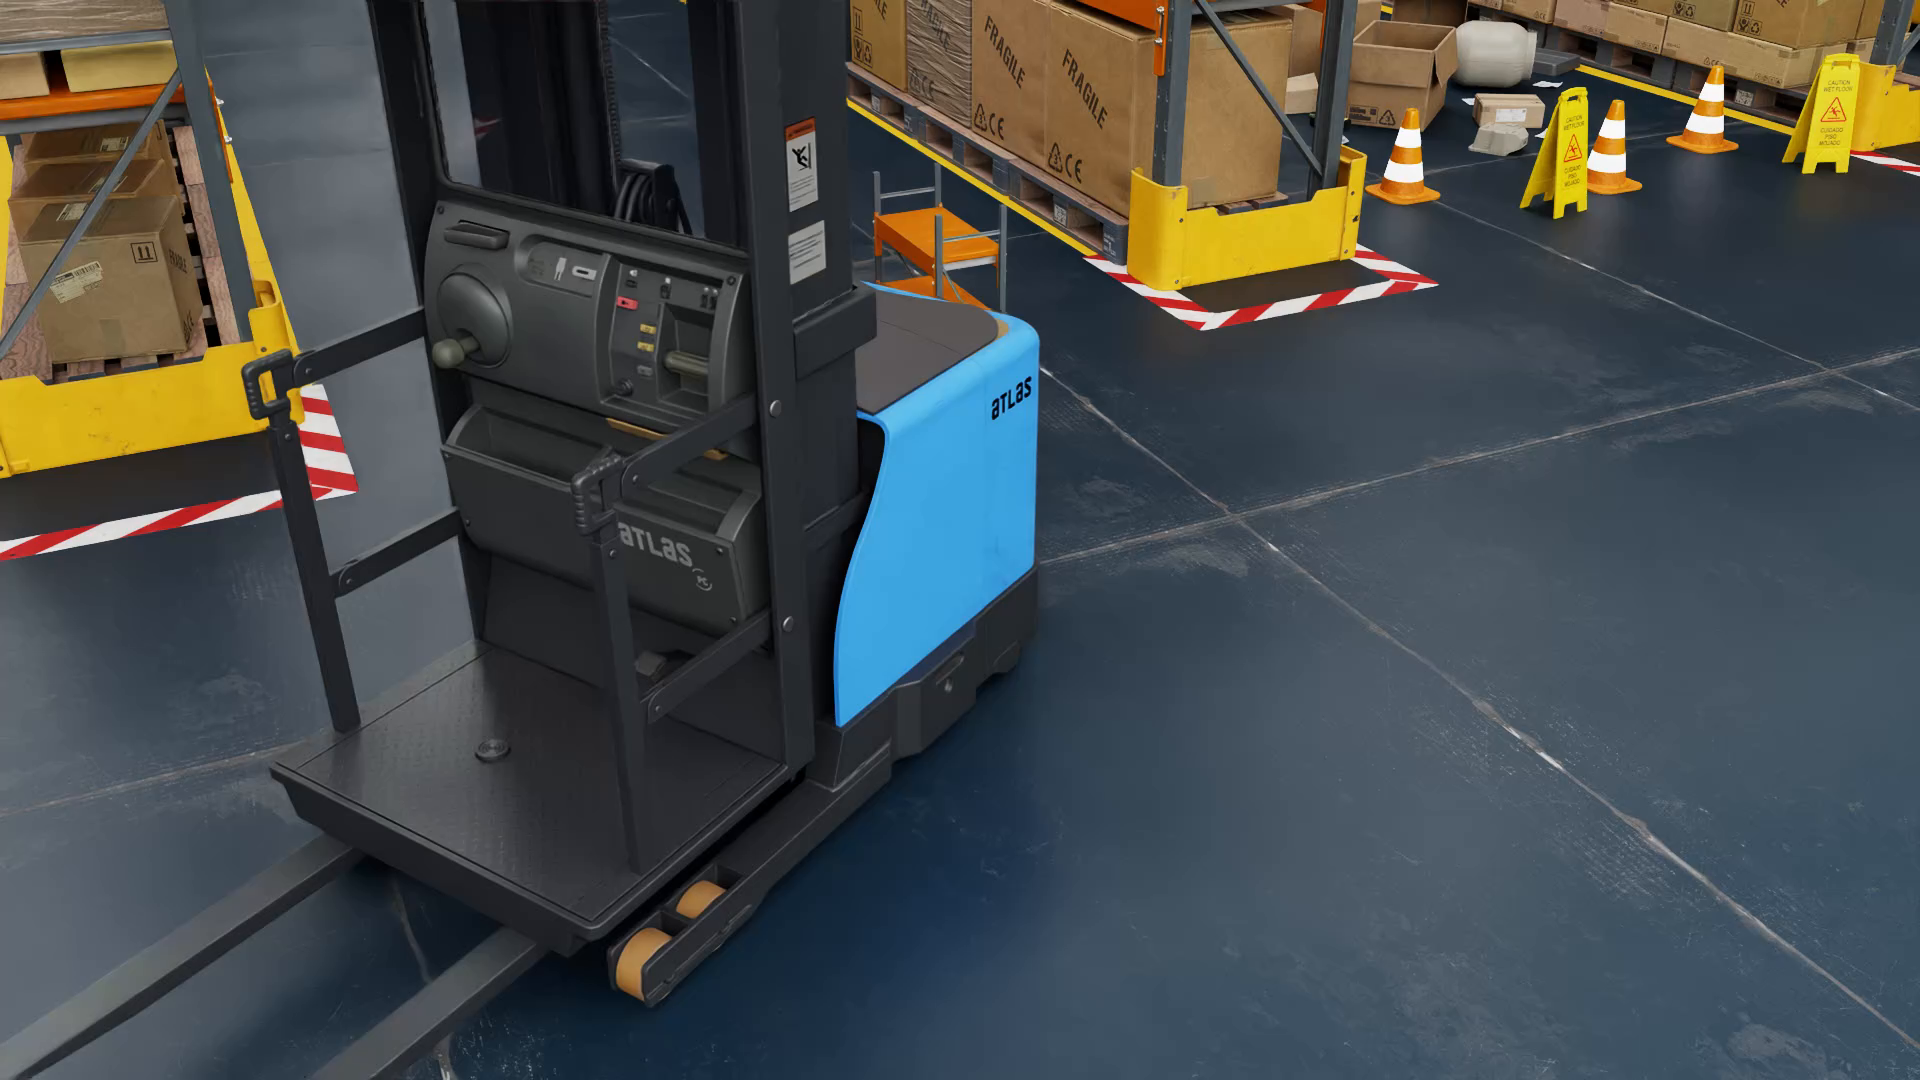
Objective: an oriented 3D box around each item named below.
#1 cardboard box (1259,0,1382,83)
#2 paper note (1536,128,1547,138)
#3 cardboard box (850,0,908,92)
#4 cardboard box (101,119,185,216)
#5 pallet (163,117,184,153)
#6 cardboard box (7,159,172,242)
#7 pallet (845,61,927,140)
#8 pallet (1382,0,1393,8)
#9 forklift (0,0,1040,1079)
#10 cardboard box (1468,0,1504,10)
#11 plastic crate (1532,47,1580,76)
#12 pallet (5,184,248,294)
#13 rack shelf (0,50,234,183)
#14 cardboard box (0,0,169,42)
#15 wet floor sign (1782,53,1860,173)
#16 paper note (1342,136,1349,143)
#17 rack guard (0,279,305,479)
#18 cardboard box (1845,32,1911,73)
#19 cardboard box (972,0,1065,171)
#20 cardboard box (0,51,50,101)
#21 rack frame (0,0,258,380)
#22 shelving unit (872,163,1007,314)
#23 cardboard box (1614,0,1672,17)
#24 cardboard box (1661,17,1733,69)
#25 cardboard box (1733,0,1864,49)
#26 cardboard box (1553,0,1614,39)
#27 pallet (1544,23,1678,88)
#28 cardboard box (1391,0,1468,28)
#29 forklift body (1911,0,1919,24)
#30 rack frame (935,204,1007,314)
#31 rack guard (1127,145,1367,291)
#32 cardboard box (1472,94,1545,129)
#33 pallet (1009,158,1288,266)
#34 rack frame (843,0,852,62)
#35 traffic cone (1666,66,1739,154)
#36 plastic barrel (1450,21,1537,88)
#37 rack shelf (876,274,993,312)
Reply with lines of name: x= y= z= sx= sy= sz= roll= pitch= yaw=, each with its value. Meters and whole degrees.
cardboard box: x=2.355 y=-3.390 z=11.142 sx=0.797 sy=0.637 sz=0.503 roll=-13 pitch=32 yaw=-22
paper note: x=3.601 y=-2.469 z=10.121 sx=0.142 sy=0.019 sz=0.148 roll=26 pitch=38 yaw=38
cardboard box: x=-0.133 y=-3.411 z=10.509 sx=0.875 sy=0.875 sz=0.875 roll=-13 pitch=32 yaw=-21
cardboard box: x=-4.137 y=-1.849 z=8.107 sx=0.500 sy=0.500 sz=0.500 roll=-16 pitch=33 yaw=-26
pallet: x=-5.198 y=-2.578 z=10.131 sx=1.003 sy=0.211 sz=1.213 roll=-13 pitch=32 yaw=-22
cardboard box: x=-3.686 y=-1.312 z=7.150 sx=0.500 sy=0.500 sz=0.500 roll=-5 pitch=30 yaw=-9
pallet: x=-0.084 y=-2.878 z=10.667 sx=1.003 sy=0.211 sz=1.213 roll=-13 pitch=32 yaw=-22
pallet: x=3.752 y=-4.658 z=13.842 sx=1.003 sy=0.211 sz=1.213 roll=-13 pitch=32 yaw=-22
forklift: x=-0.980 y=-0.474 z=3.599 sx=1.130 sy=2.935 sz=3.031 roll=17 pitch=34 yaw=28
cardboard box: x=4.097 y=-4.198 z=12.551 sx=0.500 sy=0.250 sz=0.500 roll=-15 pitch=32 yaw=-24
plastic crate: x=4.021 y=-3.392 z=11.717 sx=0.583 sy=0.080 sz=0.402 roll=26 pitch=38 yaw=38
pallet: x=-4.015 y=-1.405 z=8.040 sx=1.003 sy=0.211 sz=1.213 roll=-13 pitch=32 yaw=-22
rack shelf: x=-4.004 y=-2.253 z=7.436 sx=1.077 sy=0.370 sz=4.000 roll=-13 pitch=32 yaw=-22
cardboard box: x=-3.357 y=-2.105 z=6.031 sx=0.875 sy=0.500 sz=0.500 roll=-13 pitch=32 yaw=-22
wet floor sign: x=4.920 y=-2.429 z=9.421 sx=0.267 sy=0.644 sz=0.232 roll=-3 pitch=29 yaw=-5
paper note: x=2.256 y=-2.415 z=10.027 sx=0.144 sy=0.017 sz=0.142 roll=-3 pitch=29 yaw=-5
rack guard: x=-3.178 y=-0.627 z=6.356 sx=1.175 sy=0.500 sz=0.348 roll=-13 pitch=32 yaw=-22
cardboard box: x=5.708 y=-3.162 z=10.705 sx=0.500 sy=0.250 sz=0.500 roll=-13 pitch=32 yaw=-22
cardboard box: x=0.647 y=-2.610 z=9.081 sx=0.875 sy=0.875 sz=0.875 roll=-14 pitch=32 yaw=-23
cardboard box: x=-3.454 y=-1.656 z=5.894 sx=0.380 sy=0.149 sz=0.250 roll=-13 pitch=32 yaw=-22
rack frame: x=-3.145 y=-1.683 z=5.685 sx=1.000 sy=3.000 sz=0.127 roll=-13 pitch=32 yaw=-22
shelving unit: x=-0.071 y=-0.596 z=5.587 sx=0.258 sy=1.200 sz=0.503 roll=-13 pitch=32 yaw=-22
cardboard box: x=4.788 y=-3.828 z=11.126 sx=0.500 sy=0.500 sz=0.500 roll=-14 pitch=32 yaw=-23
cardboard box: x=5.000 y=-3.279 z=10.913 sx=0.500 sy=0.250 sz=0.500 roll=-13 pitch=32 yaw=-22
cardboard box: x=5.225 y=-3.374 z=10.316 sx=0.500 sy=0.500 sz=0.500 roll=-13 pitch=32 yaw=-22
cardboard box: x=4.567 y=-3.730 z=11.717 sx=0.500 sy=0.250 sz=0.500 roll=-14 pitch=32 yaw=-23
pallet: x=4.936 y=-3.486 z=11.751 sx=1.003 sy=0.211 sz=1.213 roll=-13 pitch=32 yaw=-22
cardboard box: x=3.319 y=-3.683 z=11.804 sx=0.500 sy=0.500 sz=0.500 roll=7 pitch=30 yaw=13
forklift body: x=7.825 y=-4.892 z=12.276 sx=2.313 sy=2.155 sz=1.214 roll=-13 pitch=32 yaw=-22
rack frame: x=0.034 y=-0.489 z=5.395 sx=0.240 sy=1.200 sz=0.015 roll=-13 pitch=32 yaw=-22
rack guard: x=1.388 y=-1.579 z=8.055 sx=1.175 sy=0.500 sz=0.348 roll=-13 pitch=32 yaw=-22
cardboard box: x=3.418 y=-2.675 z=10.369 sx=0.380 sy=0.149 sz=0.250 roll=2 pitch=29 yaw=4
pallet: x=0.964 y=-1.801 z=8.745 sx=1.003 sy=0.211 sz=1.213 roll=-13 pitch=32 yaw=-22
rack frame: x=-0.340 y=-4.447 z=10.614 sx=1.000 sy=3.000 sz=0.127 roll=-13 pitch=32 yaw=-22
traffic cone: x=4.455 y=-2.577 z=9.872 sx=0.336 sy=0.463 sz=0.334 roll=-13 pitch=32 yaw=-22
plastic barrel: x=3.551 y=-3.235 z=11.086 sx=0.512 sy=0.421 sz=0.421 roll=7 pitch=30 yaw=13
rack shelf: x=-0.071 y=-0.733 z=5.510 sx=0.258 sy=0.148 sz=0.480 roll=-13 pitch=32 yaw=-22
